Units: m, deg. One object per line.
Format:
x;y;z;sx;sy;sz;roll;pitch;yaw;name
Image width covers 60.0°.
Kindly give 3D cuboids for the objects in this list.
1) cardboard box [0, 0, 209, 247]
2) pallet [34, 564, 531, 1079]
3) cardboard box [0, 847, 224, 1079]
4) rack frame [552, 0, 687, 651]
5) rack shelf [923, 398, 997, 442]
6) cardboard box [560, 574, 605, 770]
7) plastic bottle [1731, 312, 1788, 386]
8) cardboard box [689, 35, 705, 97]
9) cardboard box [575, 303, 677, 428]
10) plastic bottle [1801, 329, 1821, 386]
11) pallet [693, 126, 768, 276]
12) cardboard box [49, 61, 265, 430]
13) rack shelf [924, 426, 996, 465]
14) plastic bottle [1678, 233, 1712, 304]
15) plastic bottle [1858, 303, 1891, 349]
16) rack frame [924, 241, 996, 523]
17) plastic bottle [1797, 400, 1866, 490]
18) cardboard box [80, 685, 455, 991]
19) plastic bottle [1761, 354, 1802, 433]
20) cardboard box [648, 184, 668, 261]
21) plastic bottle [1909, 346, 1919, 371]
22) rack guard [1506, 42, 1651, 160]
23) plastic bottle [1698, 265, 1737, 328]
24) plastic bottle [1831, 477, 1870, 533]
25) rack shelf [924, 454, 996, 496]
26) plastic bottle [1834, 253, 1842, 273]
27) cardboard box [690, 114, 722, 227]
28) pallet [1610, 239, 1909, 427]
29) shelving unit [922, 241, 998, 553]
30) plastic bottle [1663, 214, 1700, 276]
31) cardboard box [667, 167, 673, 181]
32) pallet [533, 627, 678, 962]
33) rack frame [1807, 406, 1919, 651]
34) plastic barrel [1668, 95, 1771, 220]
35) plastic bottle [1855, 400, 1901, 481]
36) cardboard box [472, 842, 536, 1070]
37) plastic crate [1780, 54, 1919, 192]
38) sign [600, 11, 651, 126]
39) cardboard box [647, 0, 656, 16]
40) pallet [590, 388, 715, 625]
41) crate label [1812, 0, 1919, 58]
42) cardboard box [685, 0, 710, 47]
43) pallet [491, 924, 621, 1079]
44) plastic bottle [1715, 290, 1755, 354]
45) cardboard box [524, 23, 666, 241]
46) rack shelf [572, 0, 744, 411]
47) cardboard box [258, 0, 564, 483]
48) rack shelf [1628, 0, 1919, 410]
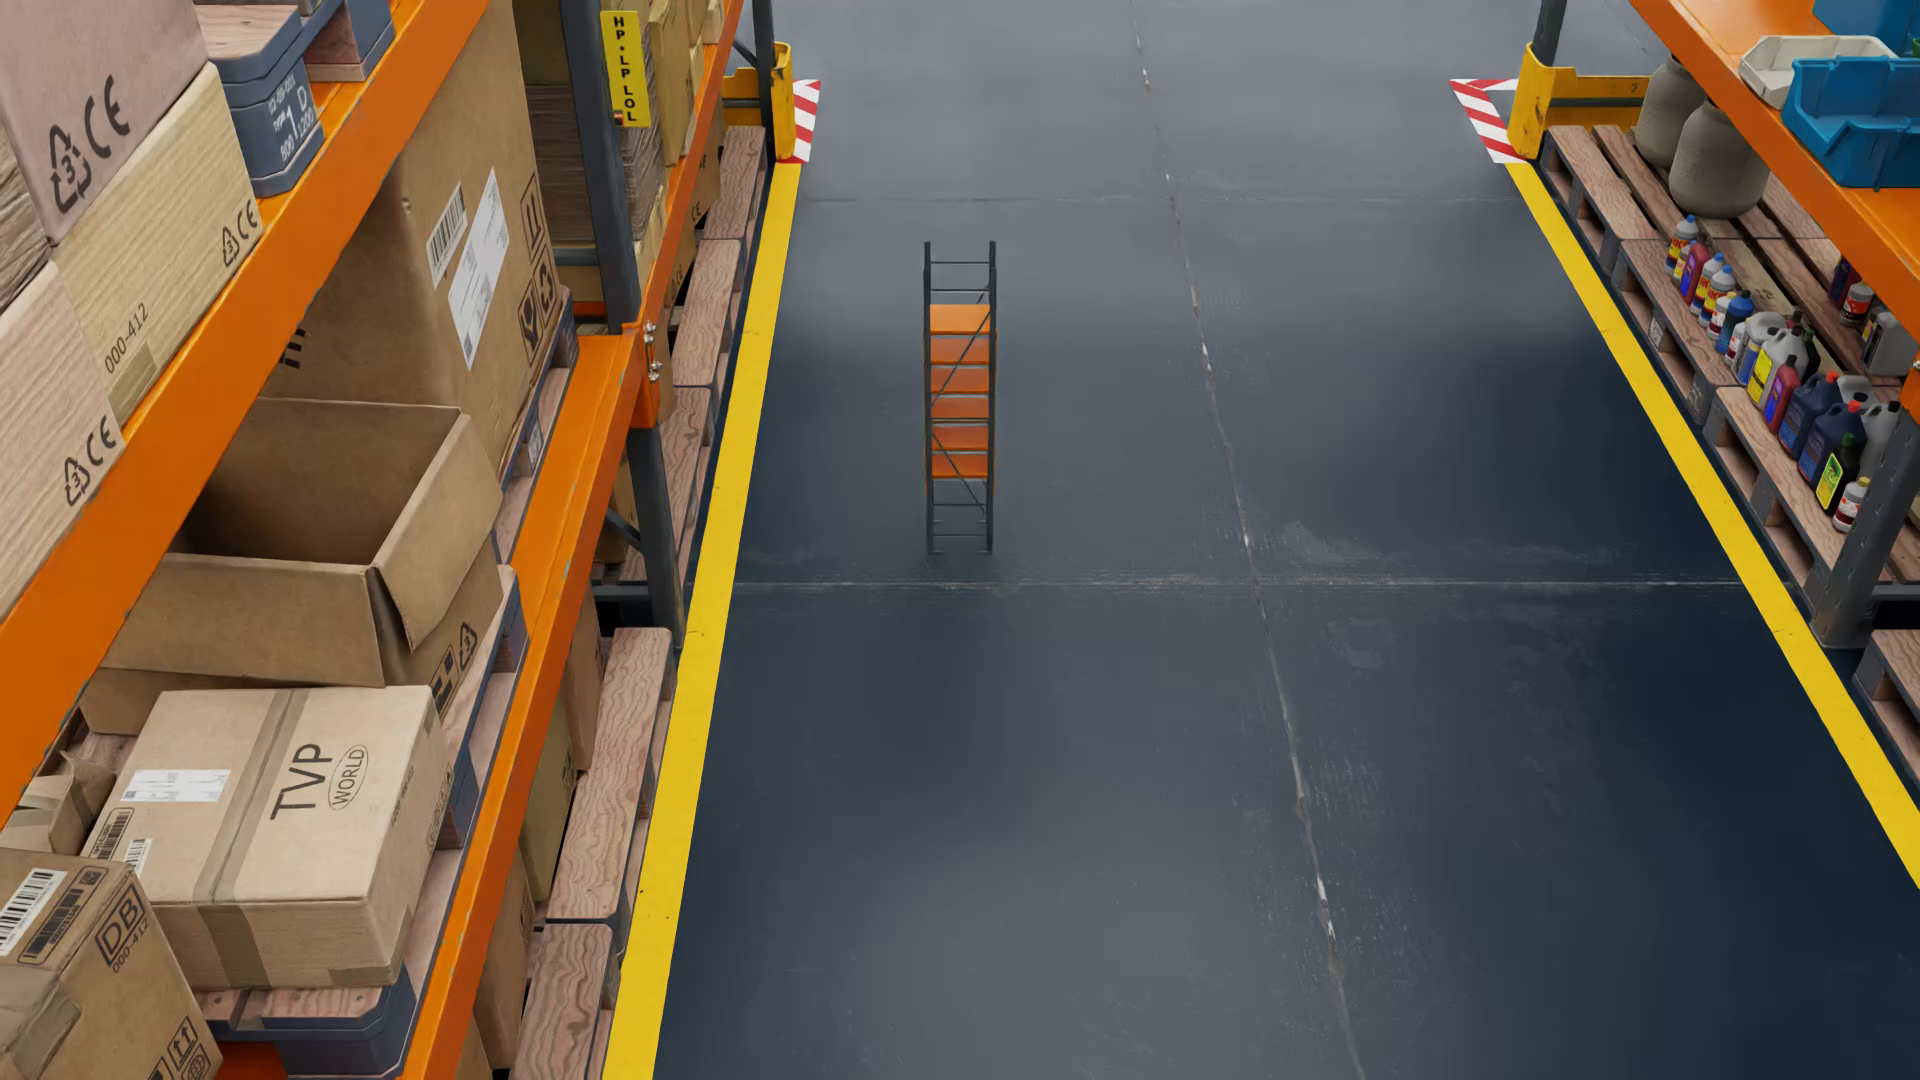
-1.206;-0.652;1.787;0.500;0.500;0.500;-1;39;-1;cardboard box
-1.501;0.515;3.362;1.003;0.211;1.213;0;39;0;pallet
-1.599;0.789;2.451;0.700;0.500;0.500;5;39;7;cardboard box
-1.463;-0.823;4.879;1.000;3.000;0.127;0;39;0;rack frame
0.000;-0.443;5.914;0.258;0.103;0.180;0;39;0;rack shelf
-1.483;0.365;5.044;0.700;0.500;0.500;-3;39;-4;cardboard box
3.205;-0.762;6.628;0.152;0.276;0.135;1;39;1;plastic bottle
-1.177;-1.798;6.296;0.380;0.149;0.250;0;39;0;cardboard box
-1.431;-0.620;6.288;0.500;0.500;0.500;12;40;14;cardboard box
3.303;-0.679;6.519;0.061;0.283;0.133;0;39;0;plastic bottle
-1.502;-1.681;8.179;1.003;0.211;1.213;0;39;0;pallet
-1.214;-0.370;2.035;0.500;0.250;0.500;1;39;1;cardboard box
0.000;-0.349;5.989;0.258;0.103;0.180;0;39;0;rack shelf
3.158;-1.164;7.124;0.061;0.283;0.133;1;39;1;plastic bottle
3.783;-0.884;6.841;0.097;0.201;0.097;0;39;0;plastic bottle
0.000;-0.534;5.957;0.240;1.200;0.006;0;39;0;rack frame
3.201;-0.367;6.076;0.144;0.351;0.185;-1;39;-1;plastic bottle
-1.230;0.525;2.981;0.500;0.250;0.500;-1;39;-1;cardboard box
3.159;-0.563;6.374;0.061;0.283;0.133;2;39;3;plastic bottle
-1.149;-1.016;5.320;0.380;0.149;0.250;0;39;0;cardboard box
3.904;-0.854;6.683;0.144;0.351;0.185;0;39;0;plastic bottle
3.533;-2.305;8.727;1.175;0.500;0.348;0;39;0;rack guard
3.177;-1.024;6.959;0.097;0.271;0.097;0;39;0;plastic bottle
3.178;-0.133;5.903;0.097;0.201;0.097;0;39;0;plastic bottle
0.000;-0.255;6.064;0.258;0.103;0.180;0;39;0;rack shelf
3.926;-1.260;7.309;0.097;0.201;0.097;0;39;0;plastic bottle
-1.448;-1.749;7.697;0.500;0.500;0.500;10;40;12;cardboard box
3.527;-0.923;7.234;1.003;0.211;1.213;0;39;0;pallet
0.000;-0.477;5.886;0.258;1.200;0.189;0;39;0;shelving unit
3.176;-1.301;7.305;0.097;0.271;0.097;0;39;0;plastic bottle
-1.187;-1.329;5.710;0.380;0.149;0.250;0;39;0;cardboard box
-1.460;0.752;5.143;1.003;0.211;1.213;0;39;0;pallet
3.490;-0.827;4.883;1.000;3.000;0.127;0;39;0;rack frame
3.564;-1.796;7.746;0.421;0.512;0.421;0;39;0;plastic barrel
3.346;-0.367;6.076;0.144;0.351;0.185;0;39;0;plastic bottle
-1.501;1.013;4.235;0.700;0.500;0.500;-3;39;-4;cardboard box
3.218;-1.461;5.793;0.499;0.251;0.616;0;39;0;plastic crate
-0.908;-1.278;4.520;0.100;0.325;0.005;0;39;0;sign
-1.211;-1.963;5.183;0.500;0.500;0.500;0;39;0;cardboard box
-1.499;-0.155;6.275;1.003;0.211;1.213;0;39;0;pallet
3.758;-2.191;6.557;0.502;0.435;0.616;0;39;0;crate label
-1.427;-2.198;6.276;0.875;0.500;0.500;0;39;0;cardboard box
-1.456;1.517;4.189;1.003;0.211;1.213;0;39;0;pallet
3.177;-0.898;6.801;0.097;0.271;0.097;0;39;0;plastic bottle
-1.401;-1.260;5.105;0.875;0.500;0.500;0;39;0;cardboard box
-1.465;-1.793;6.664;1.077;0.370;4.000;0;39;0;rack shelf
-1.602;-0.724;3.940;1.000;1.000;1.000;0;39;0;cardboard box
3.488;-1.797;6.669;1.077;0.370;4.000;0;39;0;rack shelf
